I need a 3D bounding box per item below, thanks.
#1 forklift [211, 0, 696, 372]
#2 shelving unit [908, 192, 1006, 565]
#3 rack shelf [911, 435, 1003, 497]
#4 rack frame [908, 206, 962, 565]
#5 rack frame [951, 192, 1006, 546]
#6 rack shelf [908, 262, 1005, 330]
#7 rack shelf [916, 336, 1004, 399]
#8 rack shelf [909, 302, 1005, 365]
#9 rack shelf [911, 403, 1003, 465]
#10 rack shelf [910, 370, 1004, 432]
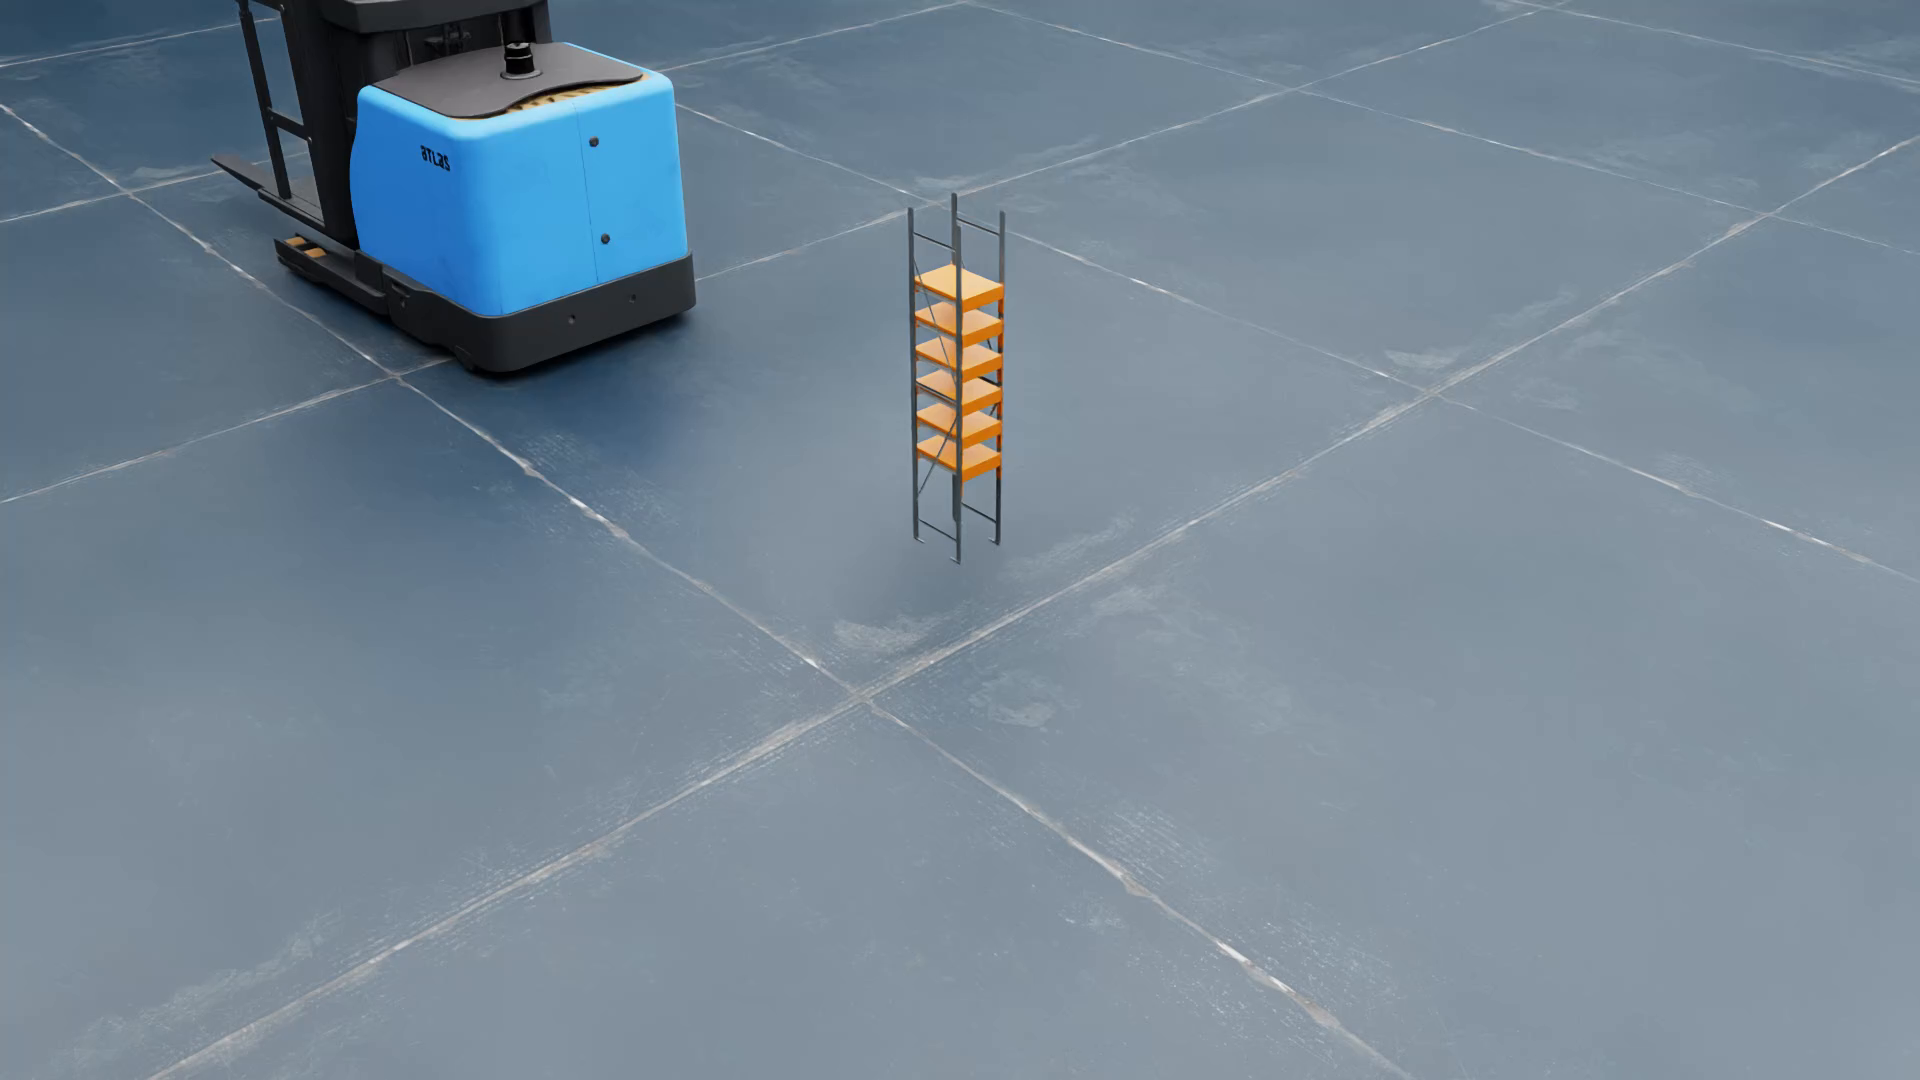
[{"bbox_3d":[-2.554,-2.597,7.187,1.130,2.935,3.031,-27,41,-37],"label":"forklift"},{"bbox_3d":[-0.011,-0.507,5.429,0.189,1.200,0.258,-26,40,-35],"label":"shelving unit"},{"bbox_3d":[-0.011,-0.264,5.577,0.180,0.103,0.258,-26,40,-35],"label":"rack shelf"},{"bbox_3d":[-0.078,-0.474,5.376,0.006,1.200,0.240,-26,40,-35],"label":"rack frame"},{"bbox_3d":[0.056,-0.539,5.482,0.006,1.200,0.240,-26,40,-35],"label":"rack frame"},{"bbox_3d":[-0.011,-0.776,5.264,0.180,0.103,0.258,-26,40,-35],"label":"rack shelf"},{"bbox_3d":[-0.011,-0.571,5.389,0.180,0.103,0.258,-26,40,-35],"label":"rack shelf"},{"bbox_3d":[-0.011,-0.674,5.327,0.180,0.103,0.258,-26,40,-35],"label":"rack shelf"},{"bbox_3d":[-0.011,-0.366,5.514,0.180,0.103,0.258,-26,40,-35],"label":"rack shelf"},{"bbox_3d":[-0.011,-0.469,5.452,0.180,0.103,0.258,-26,40,-35],"label":"rack shelf"}]
